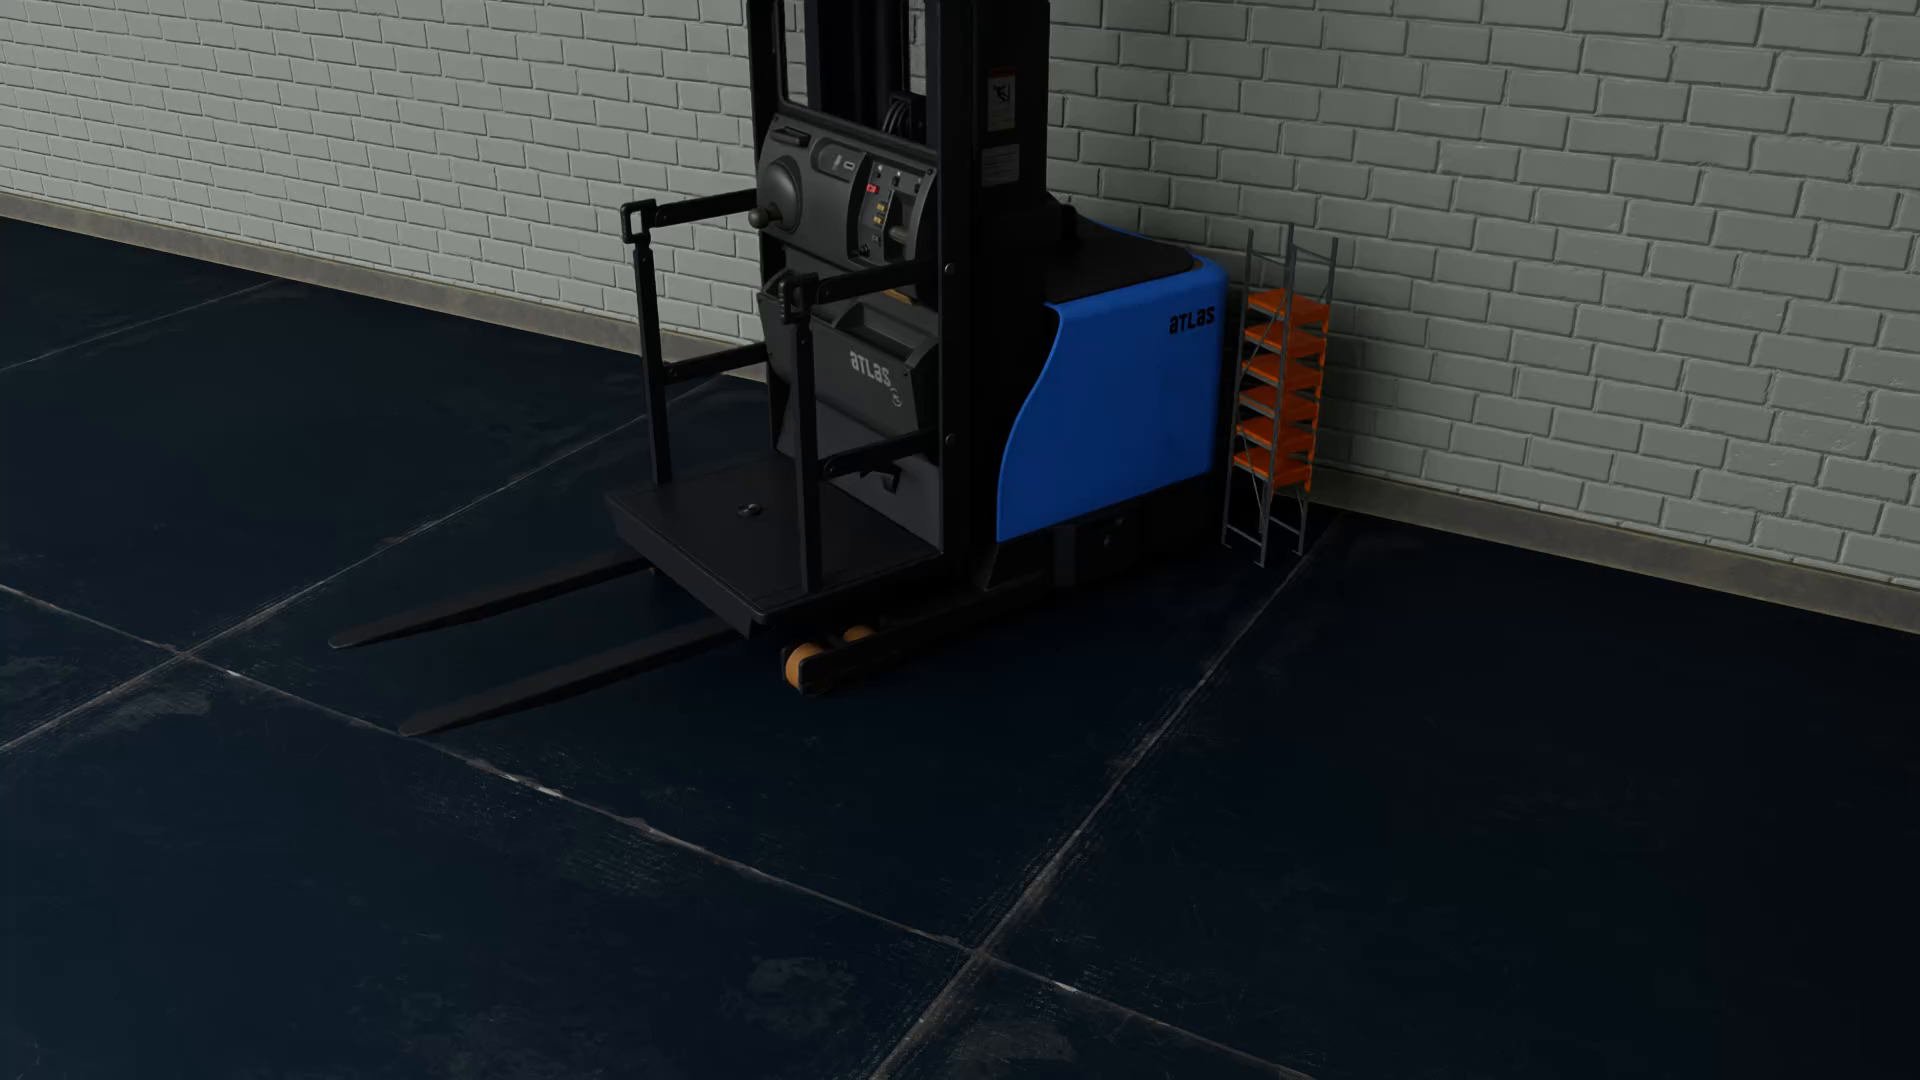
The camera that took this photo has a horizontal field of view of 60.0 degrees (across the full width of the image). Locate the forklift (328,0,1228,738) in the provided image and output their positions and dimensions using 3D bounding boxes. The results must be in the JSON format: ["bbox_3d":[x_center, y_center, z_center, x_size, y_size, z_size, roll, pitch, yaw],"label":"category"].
[{"bbox_3d":[-0.539,-1.085,5.143,3.031,2.935,1.130,-18,32,-32],"label":"forklift"}]

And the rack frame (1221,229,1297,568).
[{"bbox_3d":[1.047,-0.482,5.868,0.006,1.200,0.240,-15,30,-28],"label":"rack frame"}]

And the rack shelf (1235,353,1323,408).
[{"bbox_3d":[1.126,-0.571,5.878,0.180,0.103,0.258,-15,30,-28],"label":"rack shelf"}]

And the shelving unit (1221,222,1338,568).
[{"bbox_3d":[1.125,-0.503,5.912,0.189,1.200,0.258,-15,30,-28],"label":"shelving unit"}]

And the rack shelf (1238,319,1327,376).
[{"bbox_3d":[1.127,-0.678,5.825,0.180,0.103,0.258,-15,30,-28],"label":"rack shelf"}]

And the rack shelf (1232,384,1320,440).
[{"bbox_3d":[1.125,-0.463,5.931,0.180,0.103,0.258,-15,30,-28],"label":"rack shelf"}]

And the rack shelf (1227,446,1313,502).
[{"bbox_3d":[1.123,-0.248,6.037,0.180,0.103,0.258,-15,30,-28],"label":"rack shelf"}]

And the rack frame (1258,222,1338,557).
[{"bbox_3d":[1.203,-0.523,5.955,0.006,1.200,0.240,-15,30,-28],"label":"rack frame"}]

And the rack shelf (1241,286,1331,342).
[{"bbox_3d":[1.128,-0.786,5.772,0.180,0.103,0.258,-15,30,-28],"label":"rack shelf"}]

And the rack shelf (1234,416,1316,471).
[{"bbox_3d":[1.124,-0.355,5.984,0.180,0.103,0.258,-15,30,-28],"label":"rack shelf"}]
